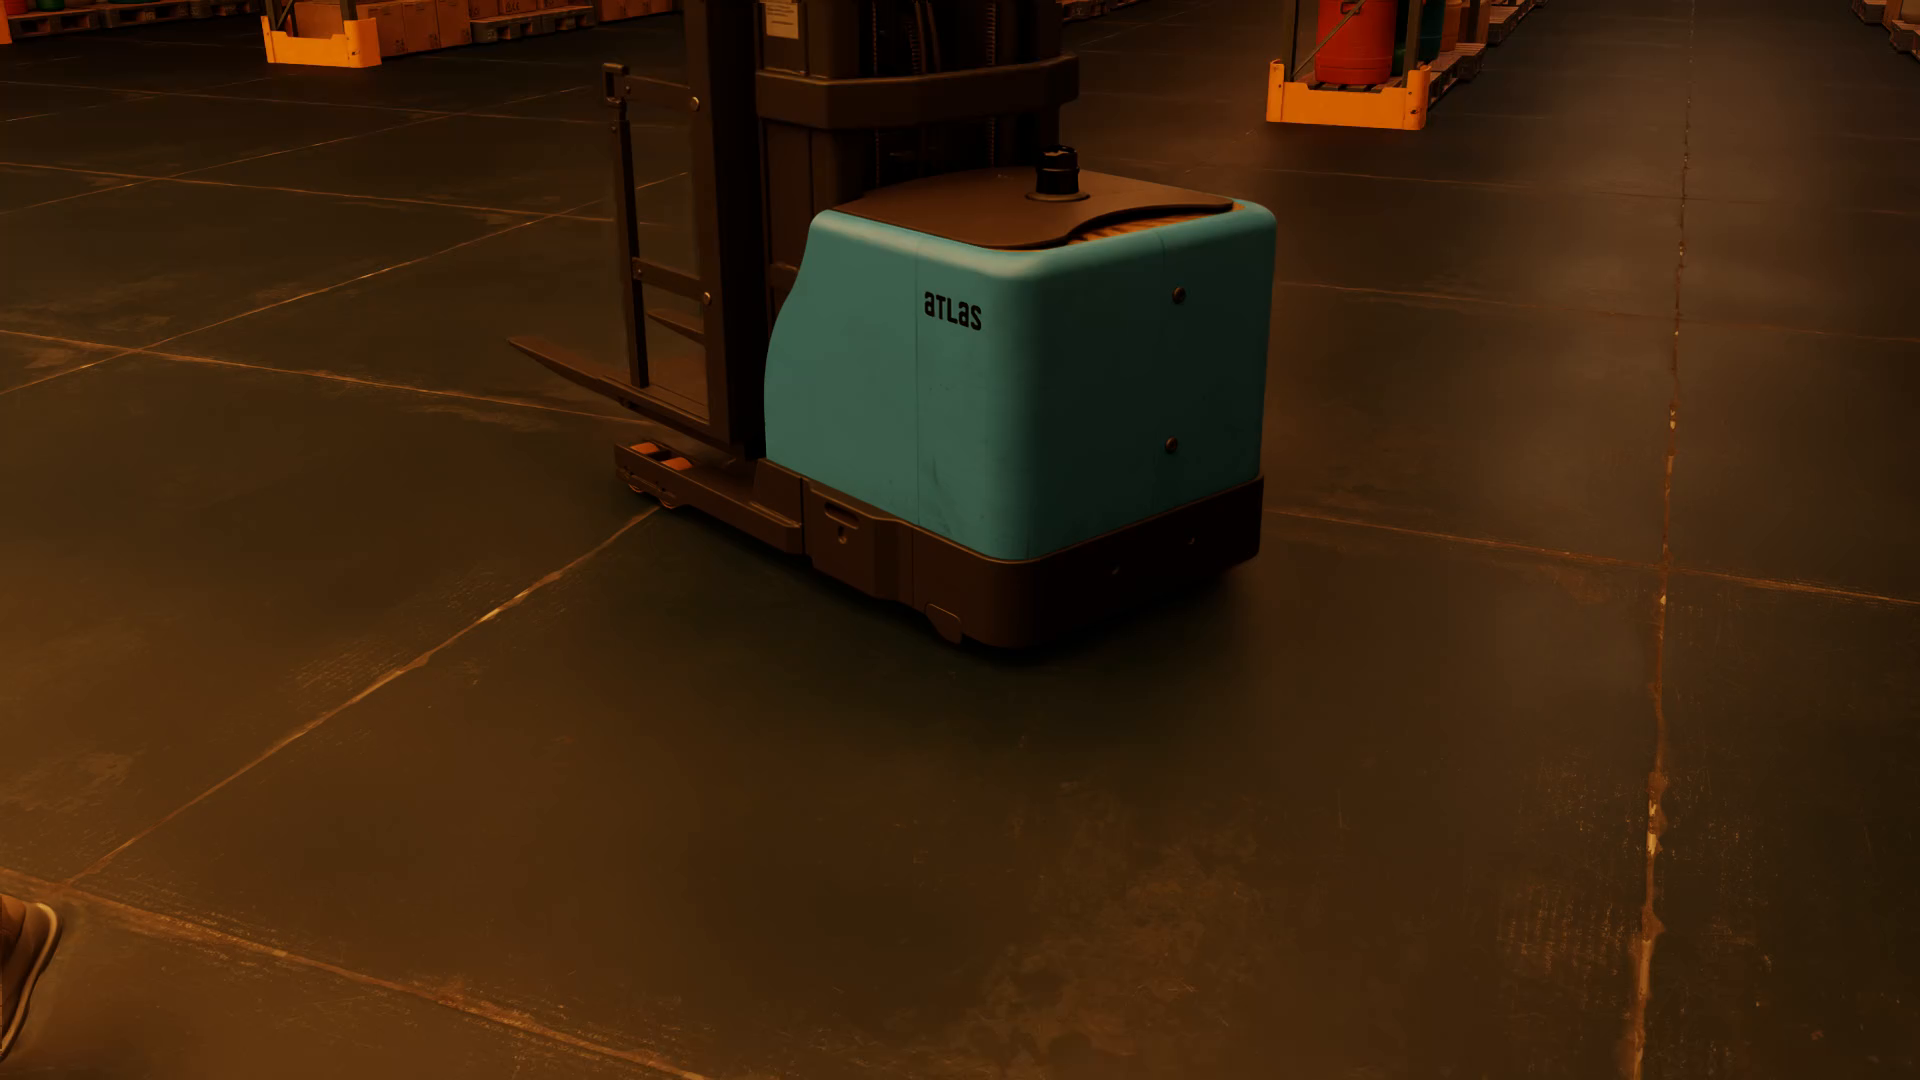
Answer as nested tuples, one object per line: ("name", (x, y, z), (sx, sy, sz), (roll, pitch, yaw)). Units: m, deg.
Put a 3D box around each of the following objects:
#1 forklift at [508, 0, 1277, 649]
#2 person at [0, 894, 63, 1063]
("forklift", (-0.480, -1.563, 5.032), (1.130, 2.935, 3.031), (-19, 29, -38))
("person", (-1.860, 0.144, 2.539), (0.760, 1.709, 0.533), (15, 27, 32))
